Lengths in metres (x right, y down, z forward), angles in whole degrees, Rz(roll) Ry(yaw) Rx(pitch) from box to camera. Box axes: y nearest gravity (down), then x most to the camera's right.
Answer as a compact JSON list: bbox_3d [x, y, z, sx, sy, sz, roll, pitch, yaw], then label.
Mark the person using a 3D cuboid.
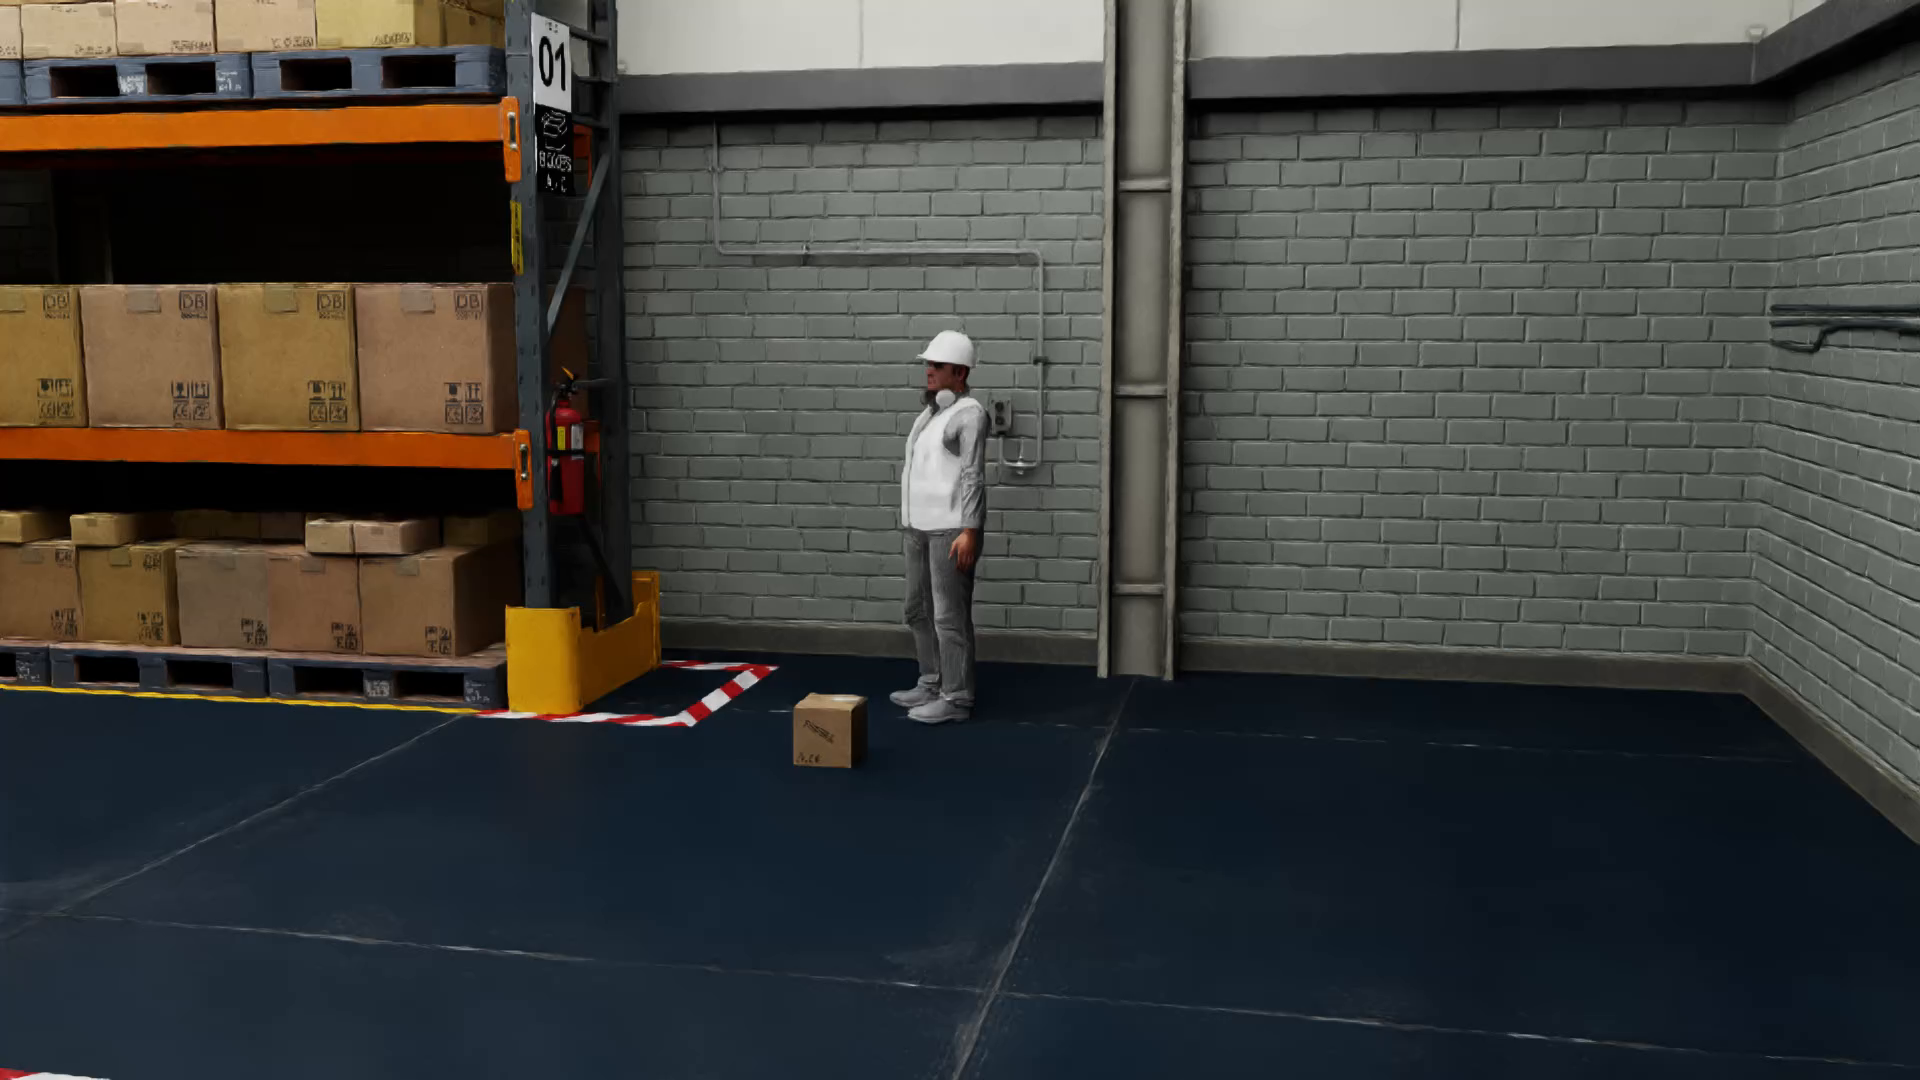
[{"bbox_3d":[-0.102,-0.060,7.601,0.374,1.777,0.667,-4,9,-27],"label":"person"}]
